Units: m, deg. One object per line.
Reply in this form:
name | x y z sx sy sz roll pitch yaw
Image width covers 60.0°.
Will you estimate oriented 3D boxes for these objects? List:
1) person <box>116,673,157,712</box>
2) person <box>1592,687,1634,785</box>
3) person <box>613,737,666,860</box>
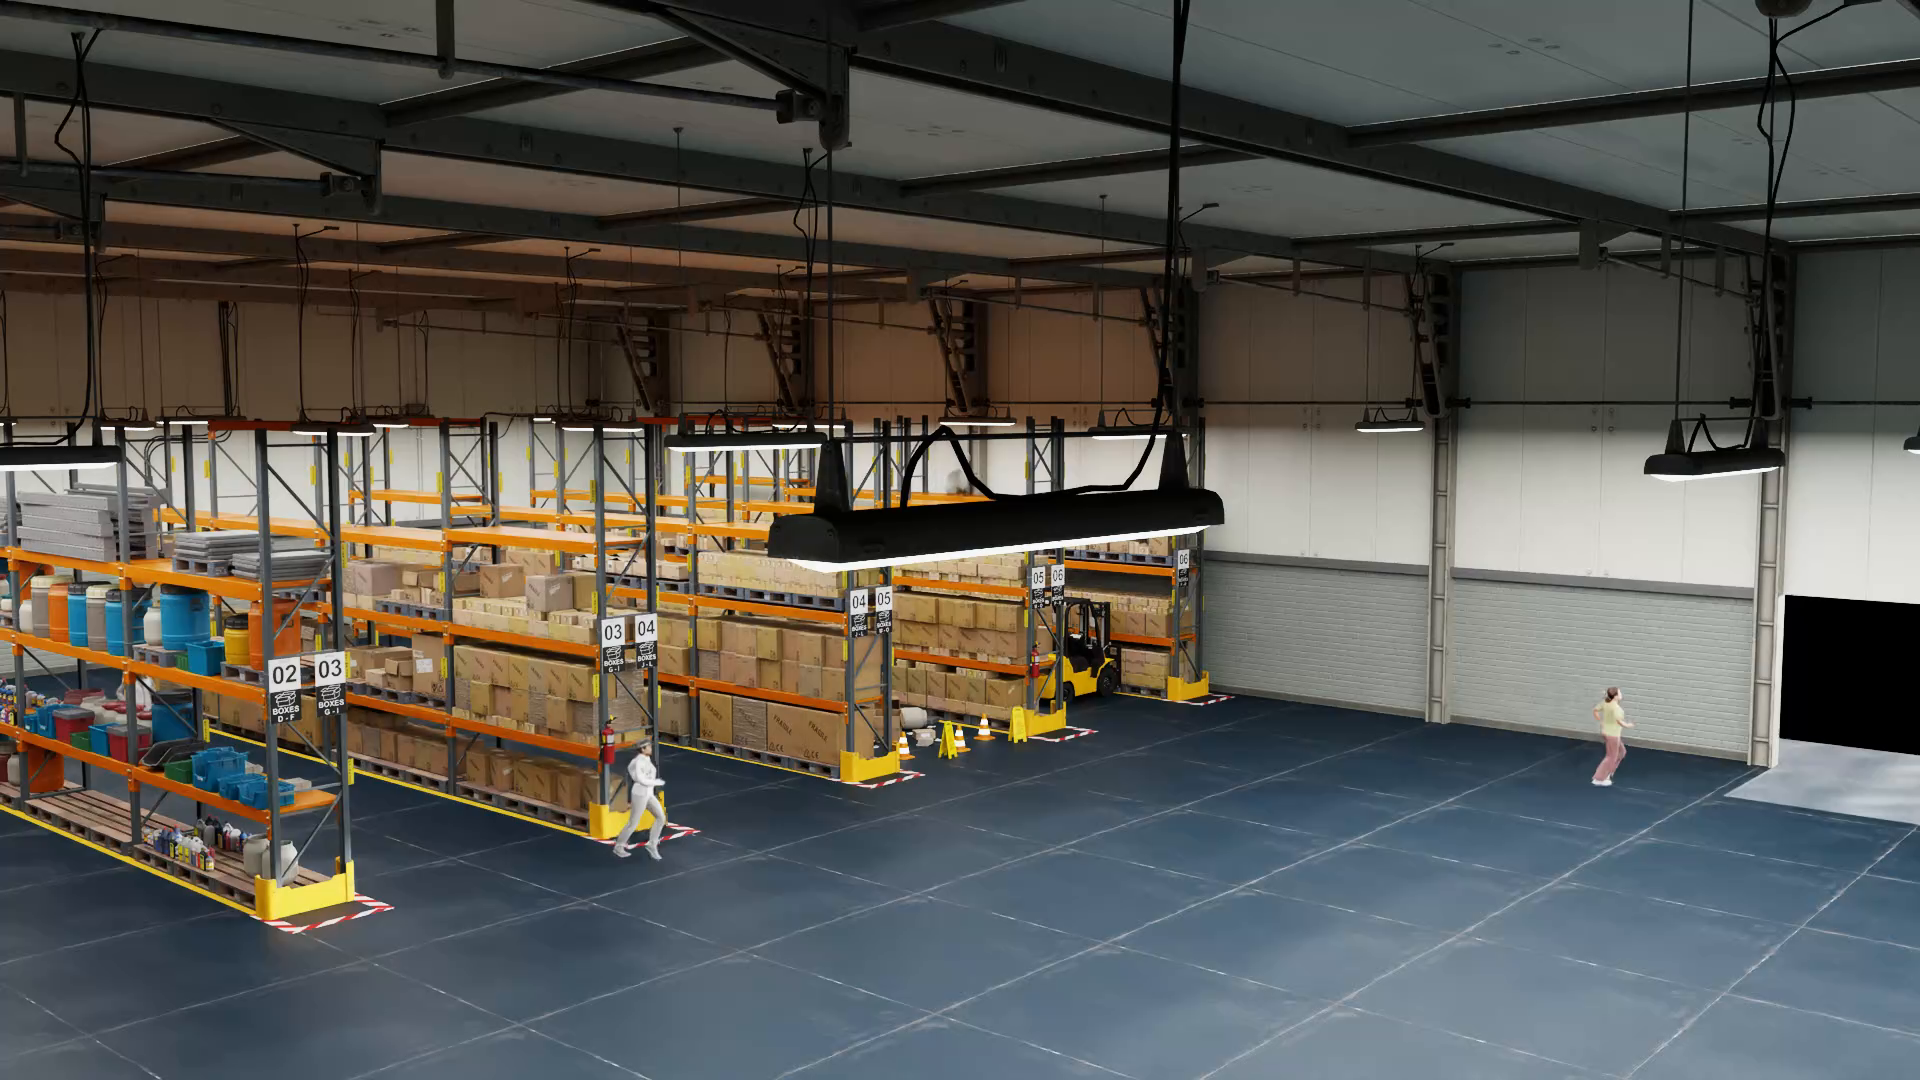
person | -14.502 3.008 29.382 0.804 1.778 0.664 3 6 36
person | 10.735 3.236 27.350 0.647 1.678 0.605 0 5 -1
person | -4.449 3.588 23.125 0.715 1.711 0.663 0 5 2
